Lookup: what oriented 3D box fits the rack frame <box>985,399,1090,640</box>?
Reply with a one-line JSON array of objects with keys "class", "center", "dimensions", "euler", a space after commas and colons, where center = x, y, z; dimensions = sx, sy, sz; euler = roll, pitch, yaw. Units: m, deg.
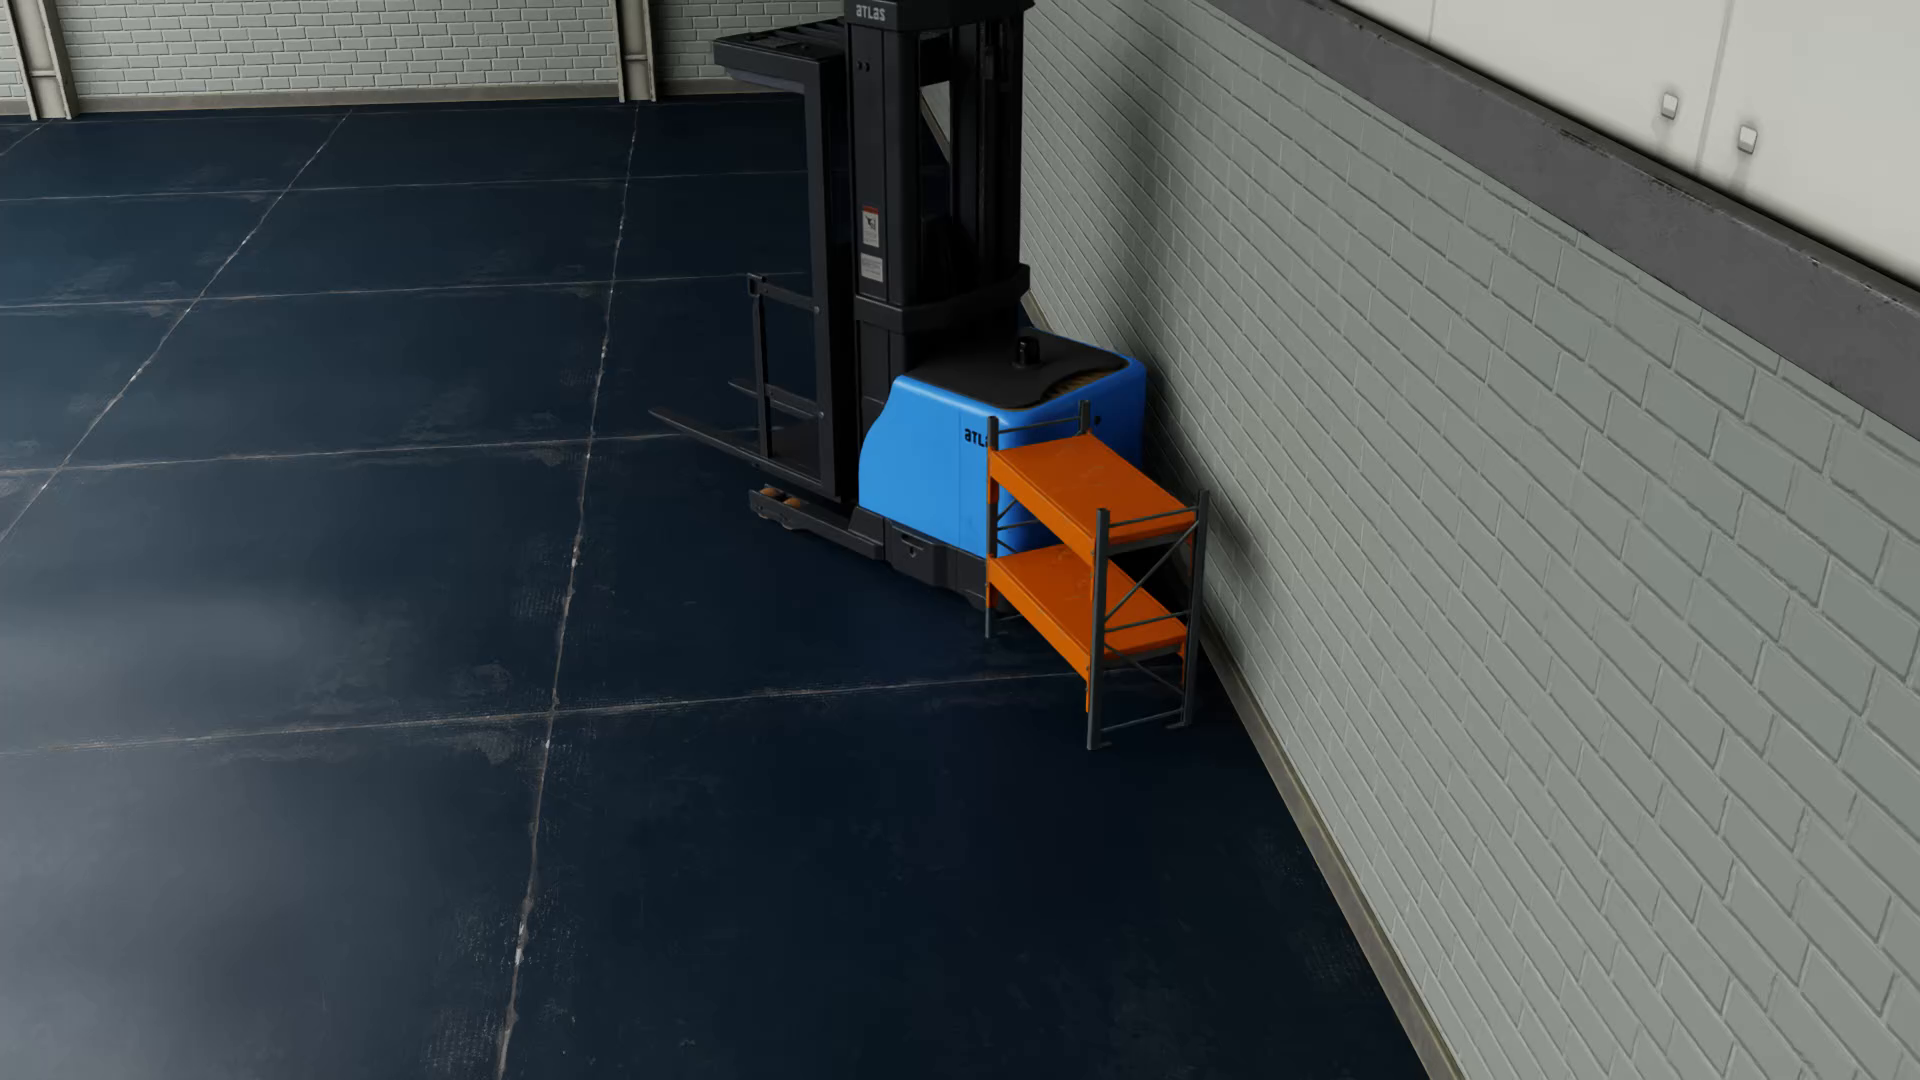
[{"class": "rack frame", "center": [0.355, -0.084, 7.682], "dimensions": [0.500, 1.125, 0.032], "euler": [-12, 29, -21]}]

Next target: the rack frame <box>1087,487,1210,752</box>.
[{"class": "rack frame", "center": [0.771, 0.339, 6.857], "dimensions": [0.500, 1.125, 0.032], "euler": [-12, 29, -21]}]

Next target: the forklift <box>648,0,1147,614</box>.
[{"class": "forklift", "center": [-0.495, -1.513, 8.488], "dimensions": [3.031, 2.935, 1.130], "euler": [23, 35, 37]}]

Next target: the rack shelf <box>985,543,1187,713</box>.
[{"class": "rack shelf", "center": [0.563, 0.345, 7.381], "dimensions": [0.538, 0.278, 1.000], "euler": [-12, 29, -21]}]

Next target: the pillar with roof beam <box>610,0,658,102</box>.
[{"class": "pillar with roof beam", "center": [-2.903, -6.871, 12.284], "dimensions": [0.400, 9.000, 9.100], "euler": [-4, 27, -7]}]

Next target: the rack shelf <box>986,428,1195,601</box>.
[{"class": "rack shelf", "center": [0.563, -0.133, 7.136], "dimensions": [0.538, 0.278, 1.000], "euler": [-12, 29, -21]}]

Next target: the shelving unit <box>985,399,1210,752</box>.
[{"class": "shelving unit", "center": [0.563, 0.127, 7.270], "dimensions": [0.538, 1.125, 1.048], "euler": [-12, 29, -21]}]

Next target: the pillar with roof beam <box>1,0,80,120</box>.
[{"class": "pillar with roof beam", "center": [-8.845, -6.490, 11.540], "dimensions": [0.400, 9.000, 9.100], "euler": [-4, 27, -7]}]
